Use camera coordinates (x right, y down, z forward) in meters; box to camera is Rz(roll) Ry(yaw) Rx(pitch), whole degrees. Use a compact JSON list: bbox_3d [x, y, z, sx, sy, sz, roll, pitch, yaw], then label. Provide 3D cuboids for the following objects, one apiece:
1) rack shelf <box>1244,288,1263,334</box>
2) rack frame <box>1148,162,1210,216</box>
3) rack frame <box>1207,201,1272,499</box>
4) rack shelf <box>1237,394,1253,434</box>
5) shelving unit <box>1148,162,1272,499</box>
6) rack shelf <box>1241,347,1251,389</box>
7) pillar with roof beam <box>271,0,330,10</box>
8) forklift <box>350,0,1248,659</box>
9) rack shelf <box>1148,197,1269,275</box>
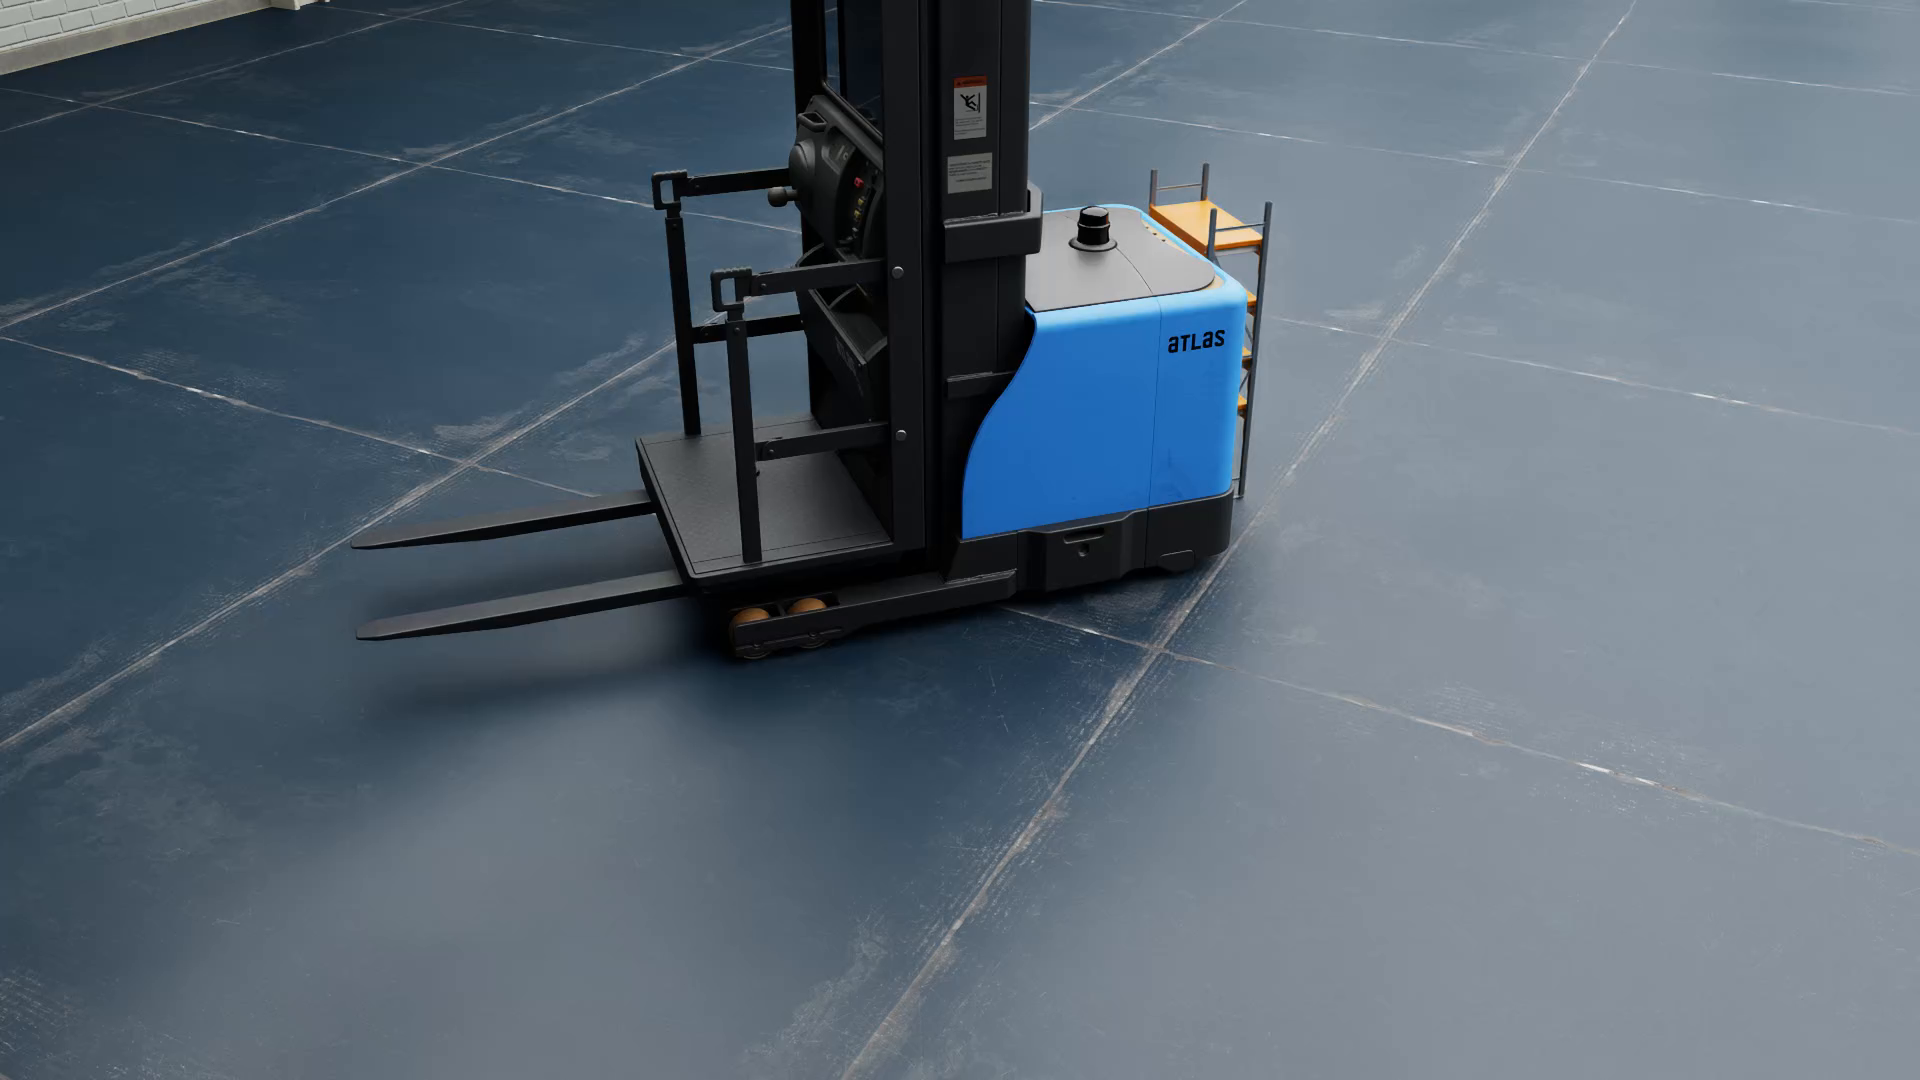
[{"bbox_3d":[0.920,-0.921,6.334,0.258,0.148,0.480,-10,31,-17],"label":"rack shelf"},{"bbox_3d":[0.837,-0.899,6.611,0.240,1.200,0.015,-10,31,-17],"label":"rack frame"},{"bbox_3d":[1.002,-0.671,6.213,0.240,1.200,0.015,-10,31,-17],"label":"rack frame"},{"bbox_3d":[0.920,-0.555,6.545,0.258,0.148,0.480,-10,31,-17],"label":"rack shelf"},{"bbox_3d":[0.920,-0.785,6.412,0.258,1.200,0.503,-10,31,-17],"label":"shelving unit"},{"bbox_3d":[0.920,-0.727,6.446,0.258,0.148,0.480,-10,31,-17],"label":"rack shelf"},{"bbox_3d":[-1.828,-7.526,10.319,9.100,9.000,0.400,14,33,23],"label":"pillar with roof beam"},{"bbox_3d":[-0.588,-1.169,5.343,3.031,2.935,1.130,-10,31,-17],"label":"forklift"},{"bbox_3d":[0.920,-1.126,6.217,0.258,0.148,0.480,-10,31,-17],"label":"rack shelf"}]
